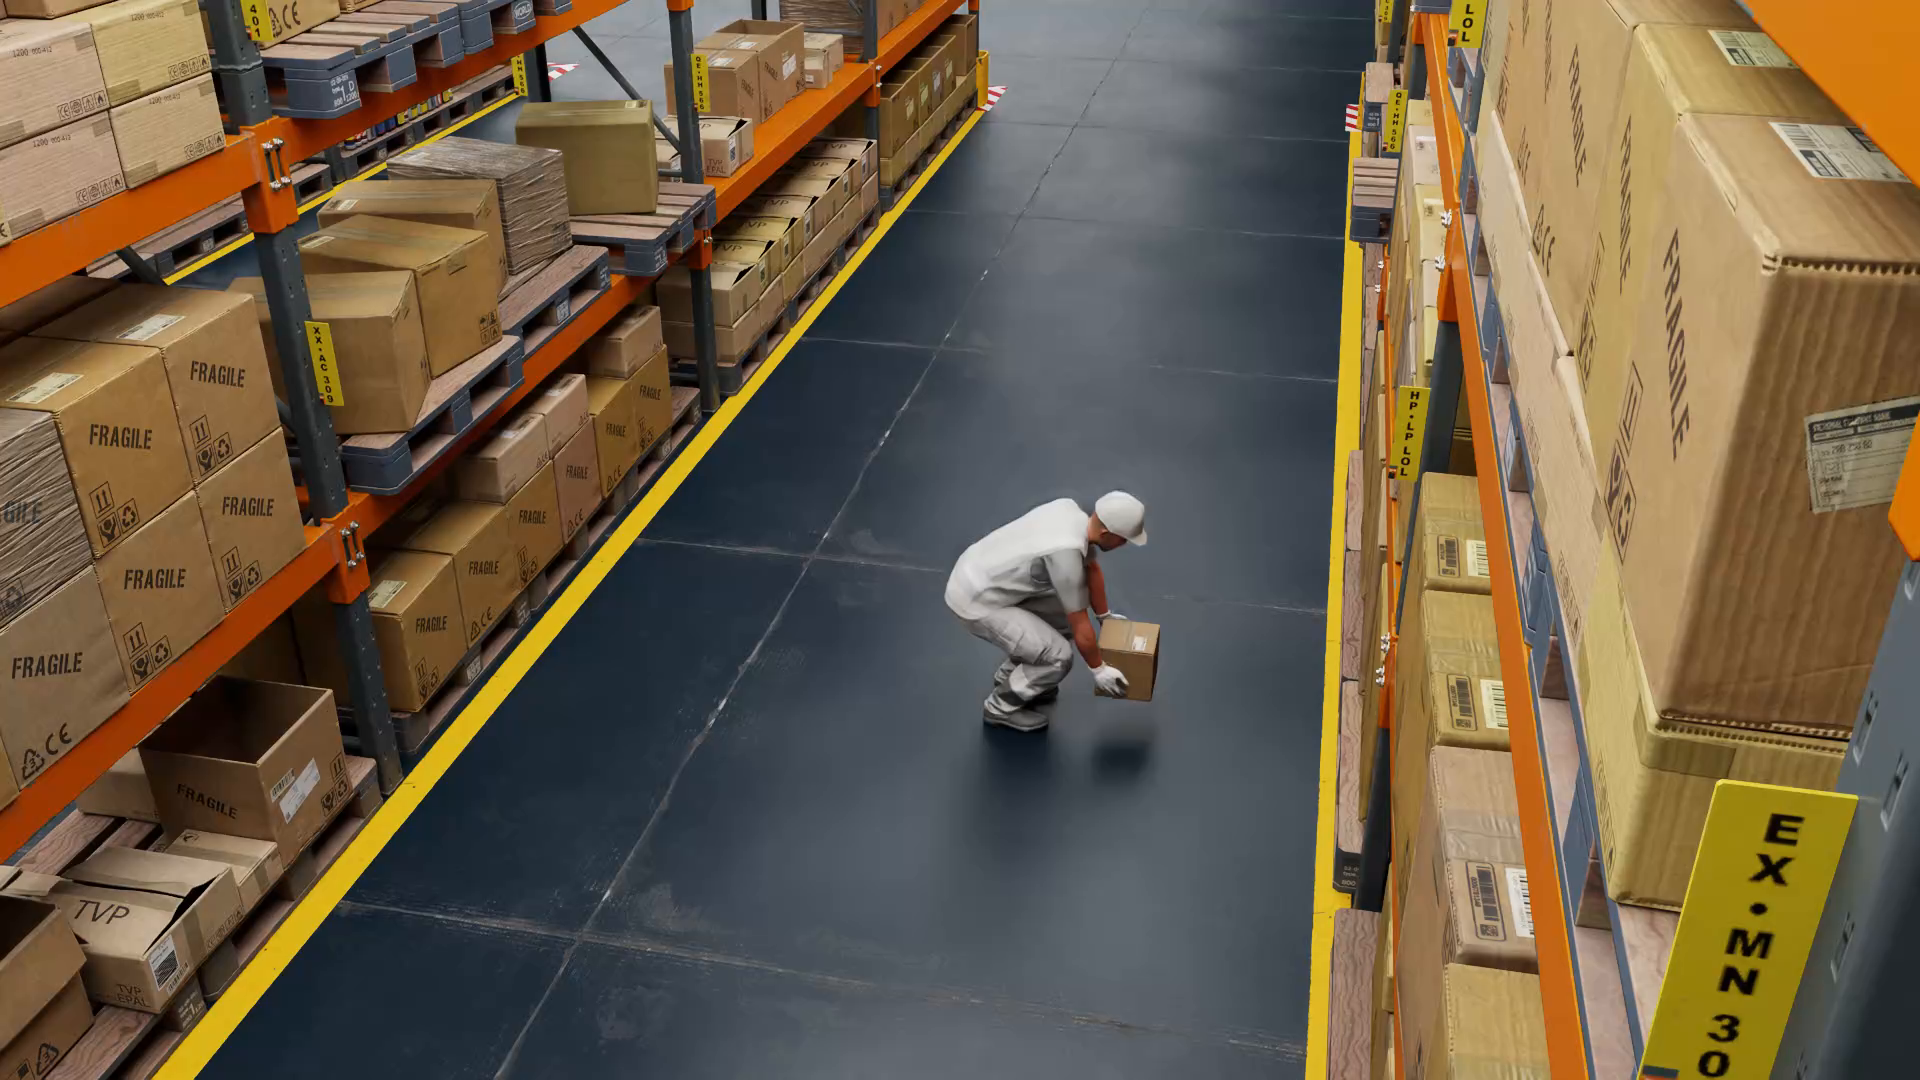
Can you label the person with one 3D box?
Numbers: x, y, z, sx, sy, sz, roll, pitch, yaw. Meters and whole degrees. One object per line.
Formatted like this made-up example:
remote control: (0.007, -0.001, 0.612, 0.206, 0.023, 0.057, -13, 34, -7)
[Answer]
person: (0.373, 0.270, 7.312, 0.856, 1.114, 0.579, 6, 29, 11)
